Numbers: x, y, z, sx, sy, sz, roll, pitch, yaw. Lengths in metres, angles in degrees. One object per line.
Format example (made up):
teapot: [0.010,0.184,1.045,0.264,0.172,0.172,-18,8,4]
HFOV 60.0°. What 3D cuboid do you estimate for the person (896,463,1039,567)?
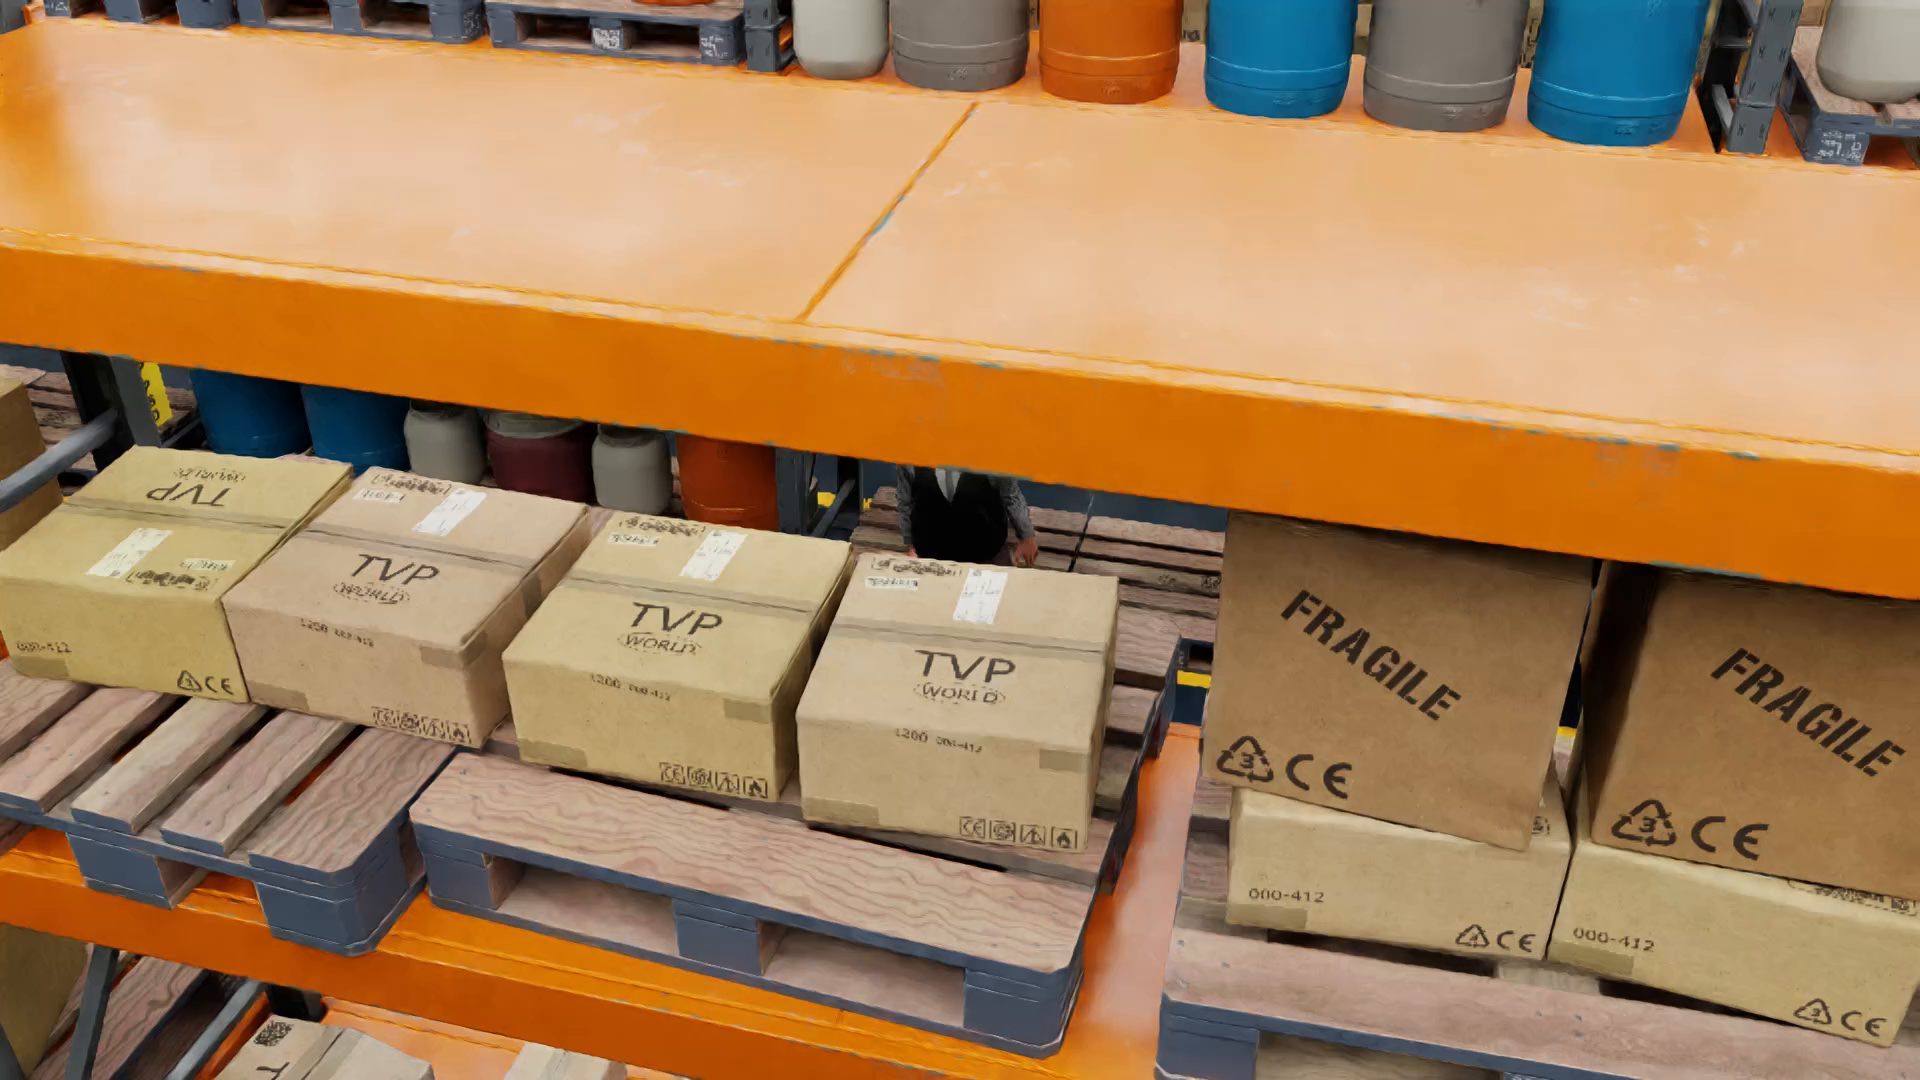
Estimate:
person: [0.053,0.045,7.643,0.662,1.670,0.569,-4,33,-7]
